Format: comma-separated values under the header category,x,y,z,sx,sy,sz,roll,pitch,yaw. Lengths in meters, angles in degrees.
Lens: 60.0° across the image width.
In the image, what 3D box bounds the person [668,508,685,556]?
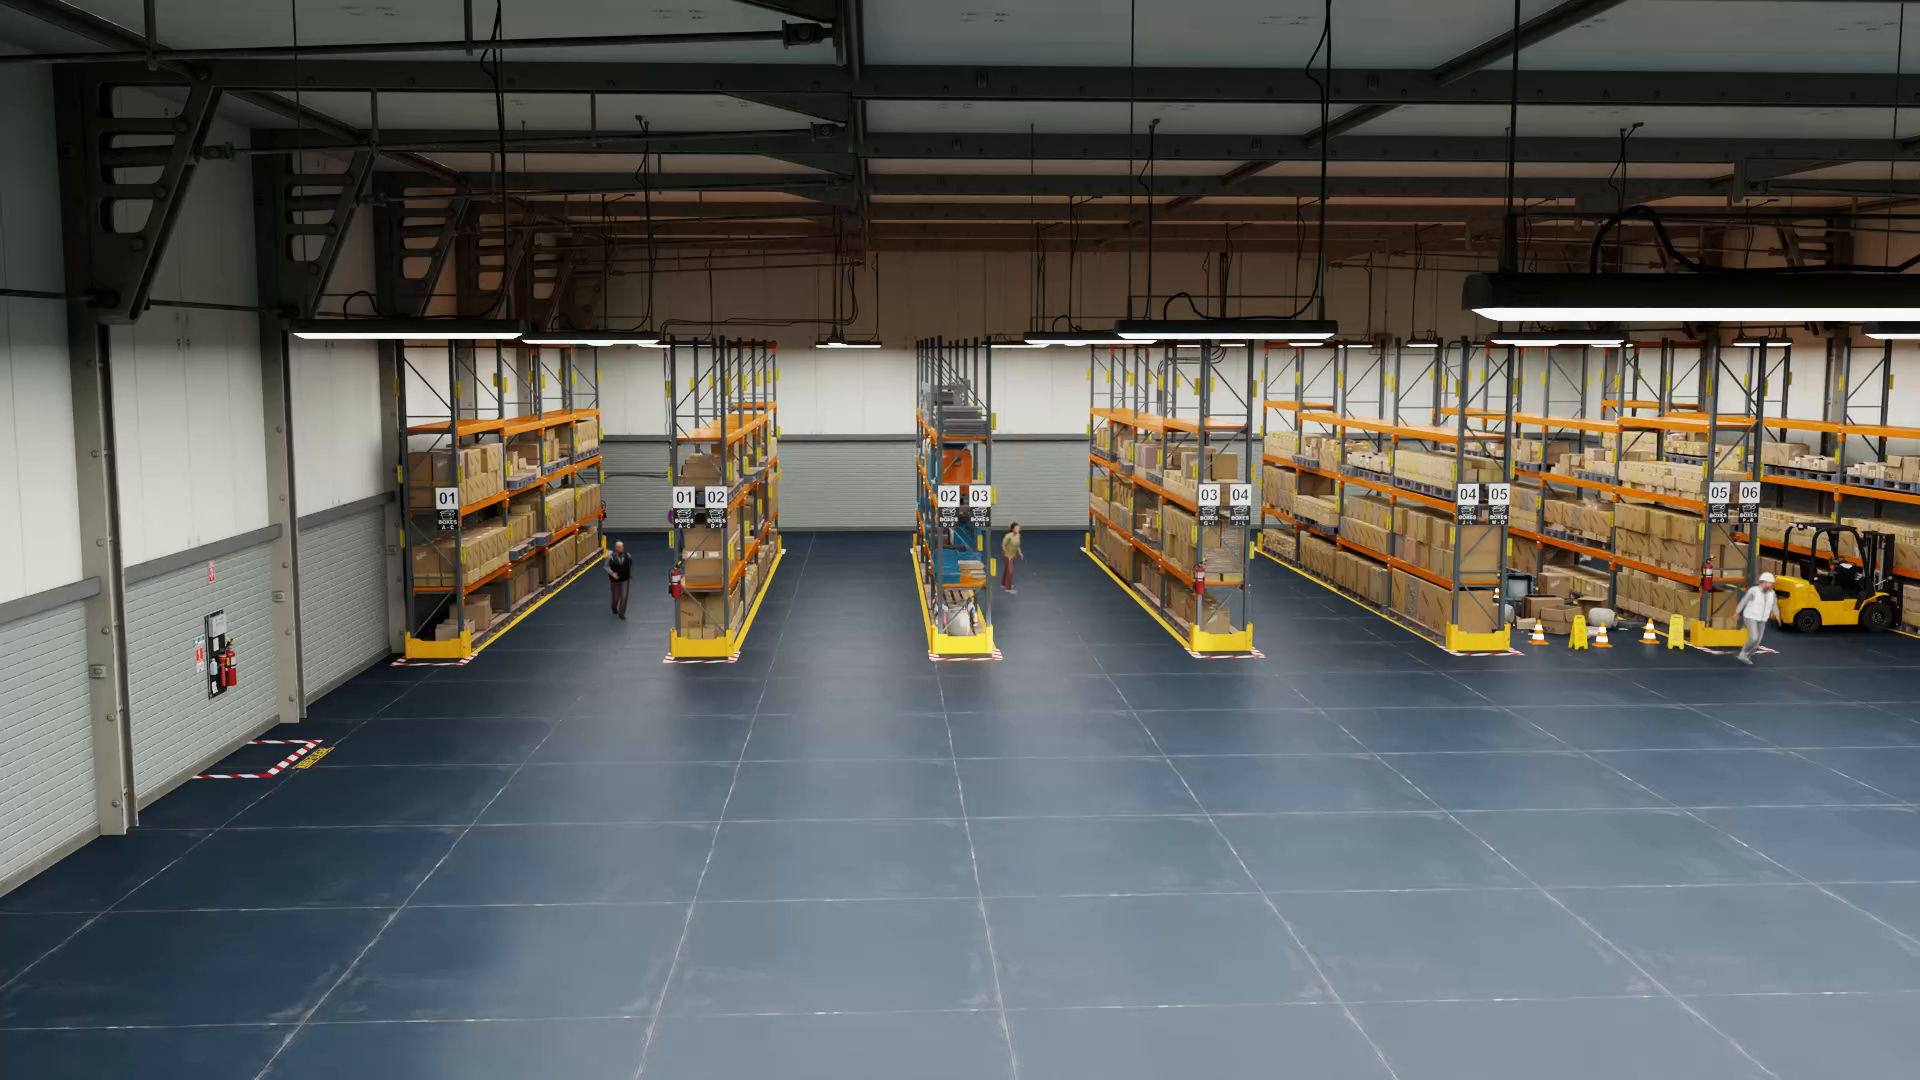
category,x,y,z,sx,sy,sz,roll,pitch,yaw
person,-7.728,-0.345,46.089,0.729,1.652,0.905,-1,7,-12

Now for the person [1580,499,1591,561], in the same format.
category,x,y,z,sx,sy,sz,roll,pitch,yaw
person,16.866,-0.279,45.227,0.756,1.763,0.852,6,9,42

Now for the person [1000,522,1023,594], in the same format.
category,x,y,z,sx,sy,sz,roll,pitch,yaw
person,1.109,0.393,37.528,0.587,1.636,0.746,-6,9,-43

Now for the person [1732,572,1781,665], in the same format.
category,x,y,z,sx,sy,sz,roll,pitch,yaw
person,14.530,1.434,30.283,0.658,1.724,0.671,-1,7,-13

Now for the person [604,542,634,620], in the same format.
category,x,y,z,sx,sy,sz,roll,pitch,yaw
person,-7.315,0.859,35.661,0.654,1.673,0.757,-2,7,-21
